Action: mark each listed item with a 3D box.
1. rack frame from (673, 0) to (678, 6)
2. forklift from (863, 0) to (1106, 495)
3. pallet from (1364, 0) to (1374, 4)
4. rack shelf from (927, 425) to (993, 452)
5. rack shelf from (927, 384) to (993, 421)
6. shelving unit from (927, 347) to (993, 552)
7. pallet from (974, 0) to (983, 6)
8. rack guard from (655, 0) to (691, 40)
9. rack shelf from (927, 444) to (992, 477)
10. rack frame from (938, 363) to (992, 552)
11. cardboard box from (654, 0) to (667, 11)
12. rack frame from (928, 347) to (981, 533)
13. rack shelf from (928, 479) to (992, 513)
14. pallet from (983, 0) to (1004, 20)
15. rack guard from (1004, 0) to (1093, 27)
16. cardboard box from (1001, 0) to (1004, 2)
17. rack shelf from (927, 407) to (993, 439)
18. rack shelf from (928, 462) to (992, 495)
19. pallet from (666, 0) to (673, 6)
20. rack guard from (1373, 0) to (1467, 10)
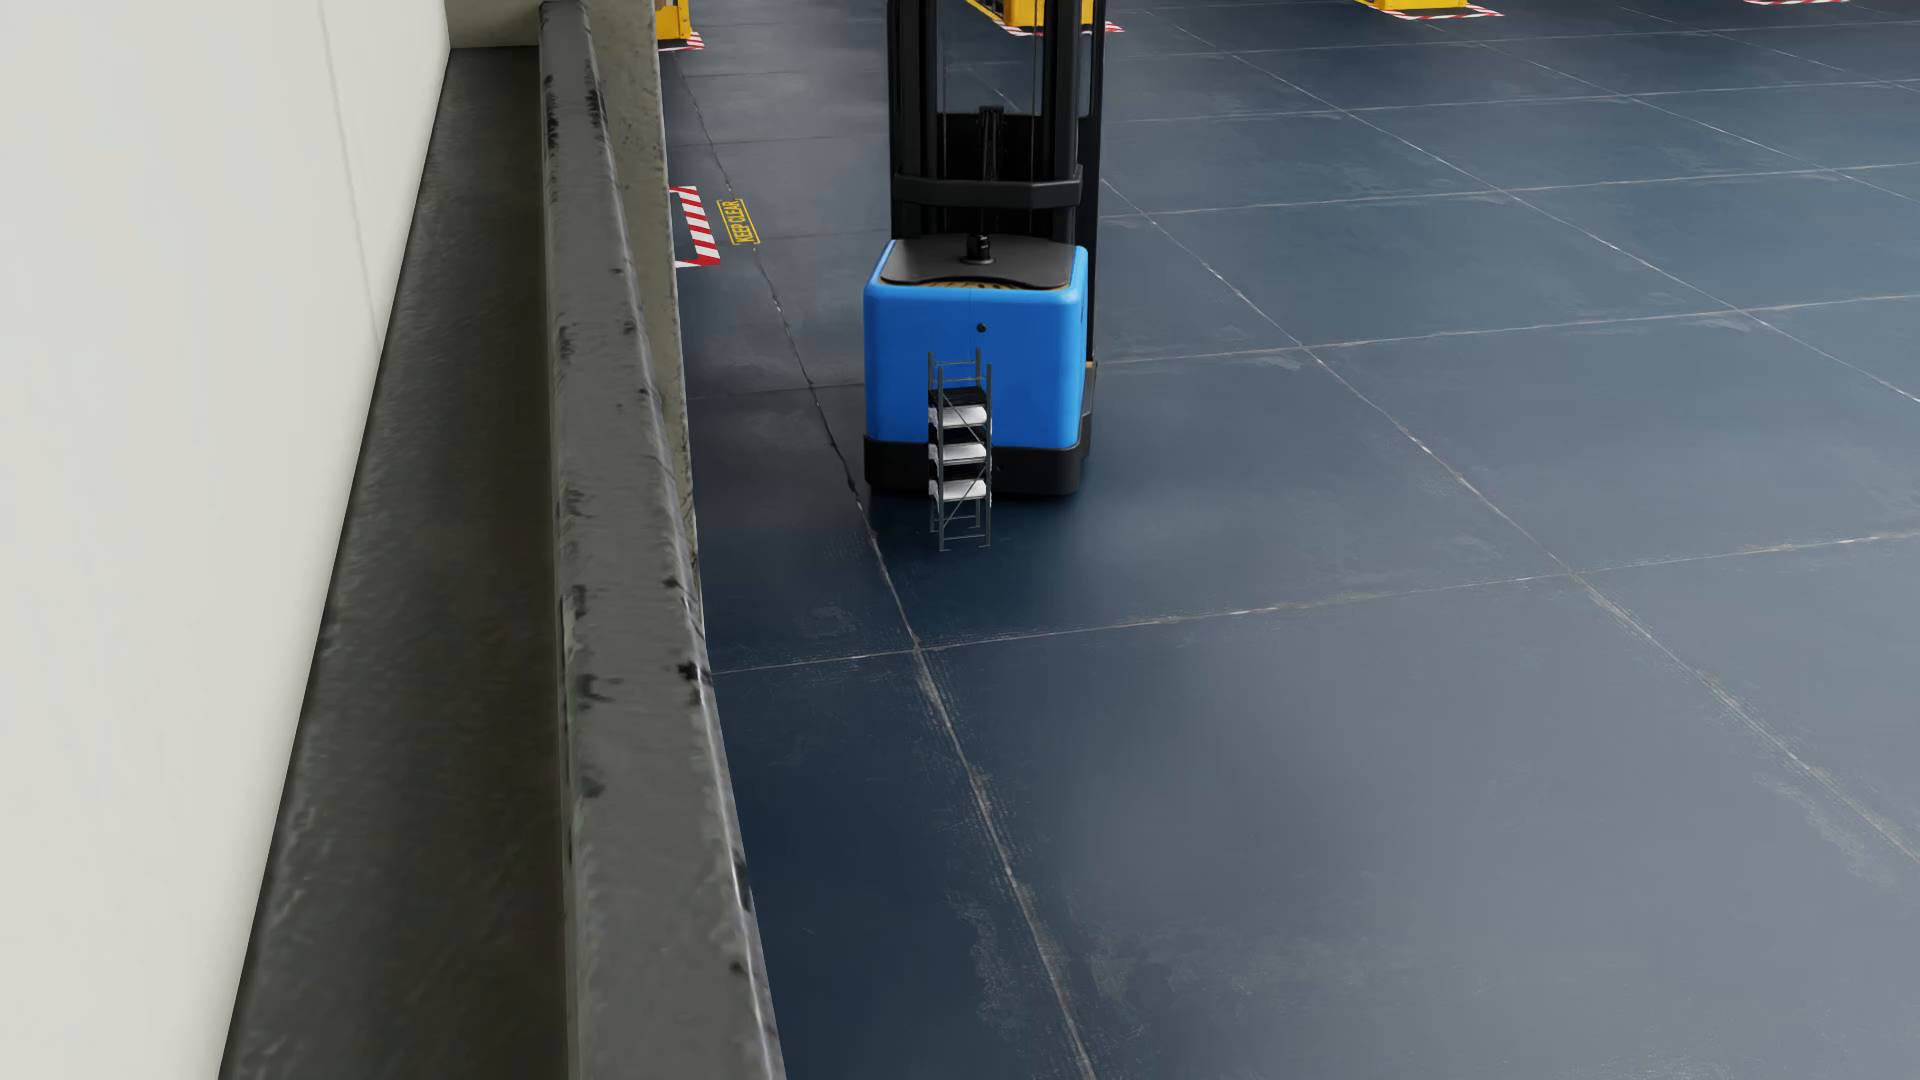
[{"bbox_3d":[-3.706,-7.132,18.551,1.000,3.000,0.127,-6,27,-12],"label":"rack frame"},{"bbox_3d":[0.208,-2.158,8.773,1.130,2.935,3.031,3,27,6],"label":"forklift"},{"bbox_3d":[5.706,-7.279,21.937,1.003,0.211,1.213,-6,27,-12],"label":"pallet"},{"bbox_3d":[-0.002,-0.456,7.529,0.258,0.077,0.200,-6,27,-12],"label":"rack shelf"},{"bbox_3d":[-0.002,-0.617,7.448,0.258,0.077,0.200,-6,27,-12],"label":"rack shelf"},{"bbox_3d":[-0.002,-0.405,7.554,0.258,0.900,0.210,-6,27,-12],"label":"shelving unit"},{"bbox_3d":[0.635,-7.258,21.895,1.003,0.211,1.213,-6,27,-12],"label":"pallet"},{"bbox_3d":[-3.723,-6.049,19.181,1.175,0.500,0.348,-6,27,-12],"label":"rack guard"},{"bbox_3d":[-0.002,-0.376,7.569,0.258,0.077,0.200,-6,27,-12],"label":"rack shelf"},{"bbox_3d":[0.021,-0.361,7.466,0.240,0.900,0.006,-6,27,-12],"label":"rack frame"},{"bbox_3d":[-3.774,-6.441,19.678,0.500,0.311,0.500,-9,28,-17],"label":"cardboard box"},{"bbox_3d":[-0.025,-0.450,7.643,0.240,0.900,0.006,-6,27,-12],"label":"rack frame"},{"bbox_3d":[-0.002,-0.215,7.650,0.258,0.077,0.200,-6,27,-12],"label":"rack shelf"},{"bbox_3d":[0.907,-6.723,20.836,1.003,0.211,1.213,-6,27,-12],"label":"pallet"},{"bbox_3d":[1.125,-6.510,20.093,1.175,0.500,0.348,-6,27,-12],"label":"rack guard"},{"bbox_3d":[0.711,-6.802,20.483,0.500,0.250,0.500,-6,27,-12],"label":"cardboard box"},{"bbox_3d":[-0.002,-0.536,7.488,0.258,0.077,0.200,-6,27,-12],"label":"rack shelf"},{"bbox_3d":[-0.002,-0.295,7.610,0.258,0.077,0.200,-6,27,-12],"label":"rack shelf"},{"bbox_3d":[-3.871,-6.281,19.959,1.003,0.211,1.213,-6,27,-12],"label":"pallet"},{"bbox_3d":[5.884,-7.051,21.164,1.175,0.500,0.348,-6,27,-12],"label":"rack guard"}]
